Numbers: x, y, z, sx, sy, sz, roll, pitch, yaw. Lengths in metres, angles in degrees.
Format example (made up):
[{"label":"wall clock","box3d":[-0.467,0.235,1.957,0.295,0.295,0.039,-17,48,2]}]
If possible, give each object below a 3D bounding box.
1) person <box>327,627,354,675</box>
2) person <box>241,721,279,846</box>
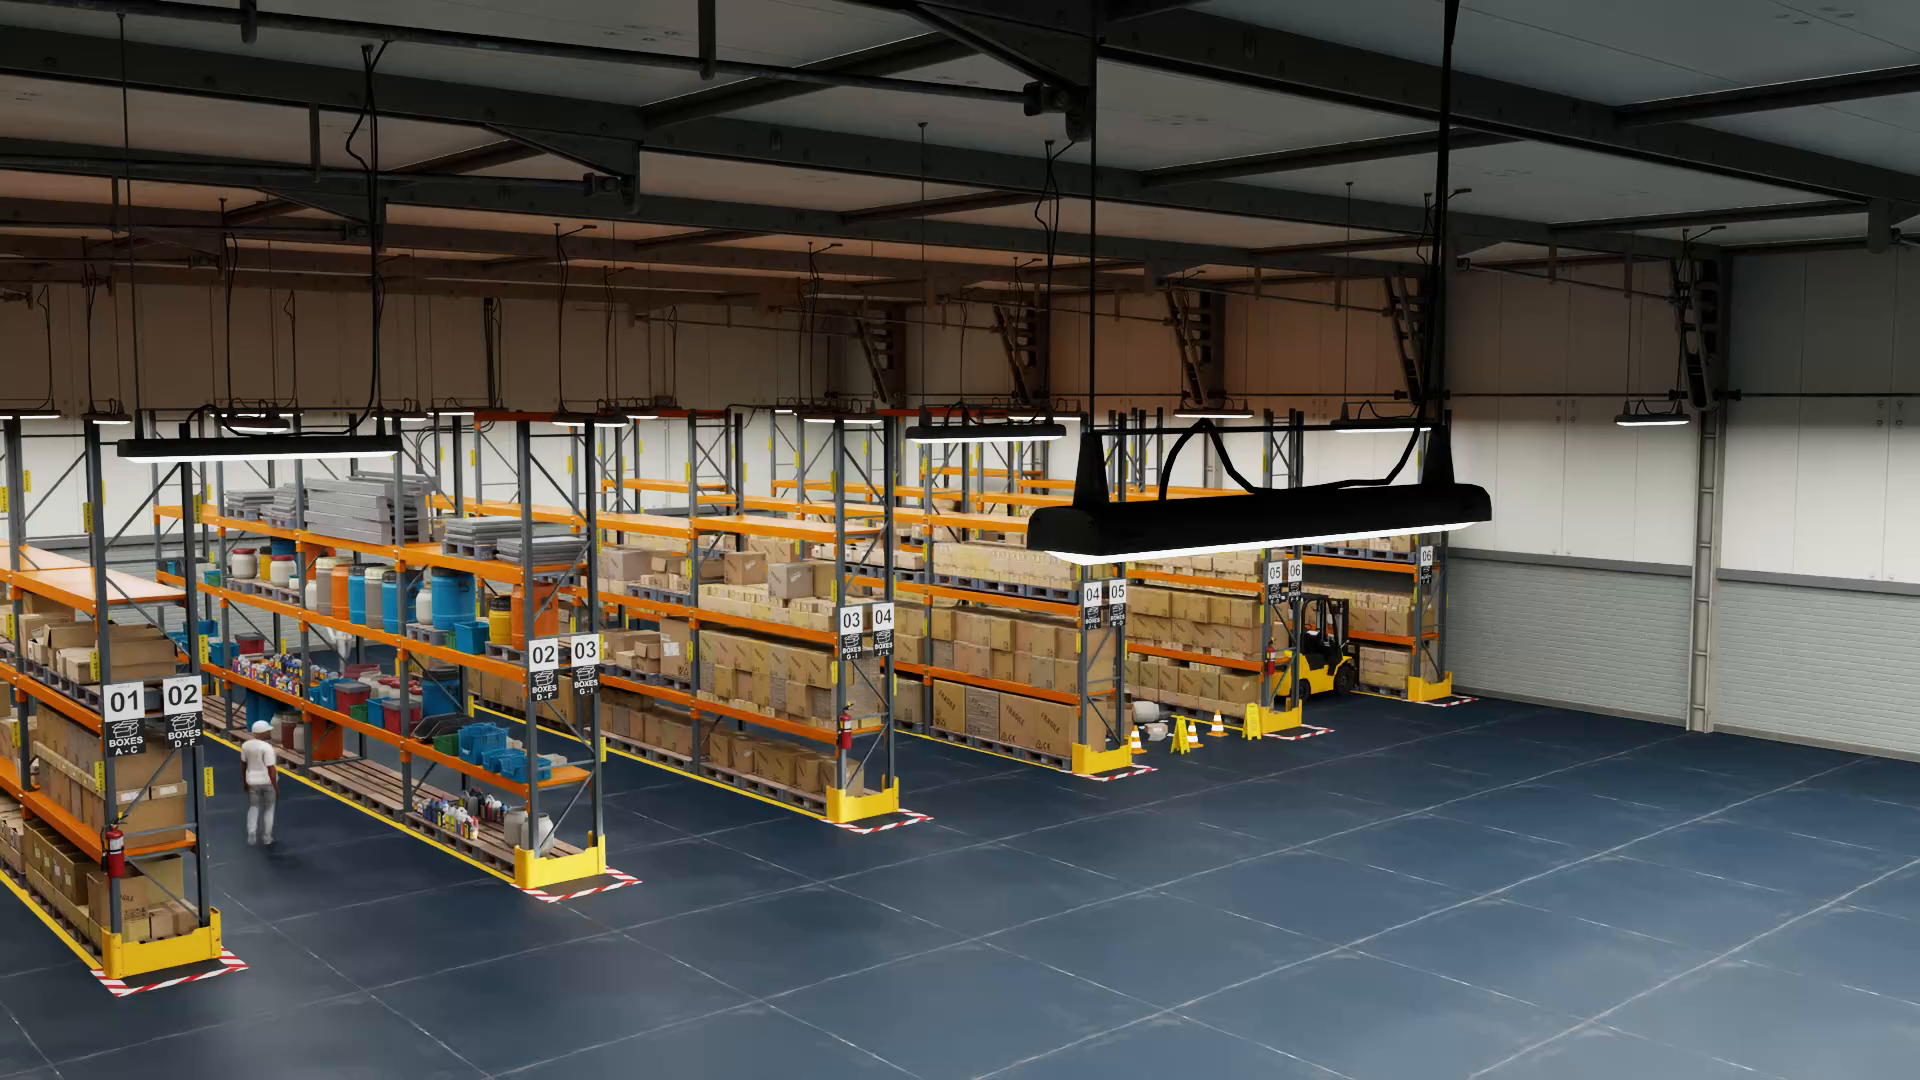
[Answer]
[{"label":"person","box3d":[-13.730,2.257,36.996,0.664,1.742,0.757,-5,7,-44]},{"label":"person","box3d":[-9.785,3.400,23.218,0.541,1.759,0.603,-1,5,-6]}]
